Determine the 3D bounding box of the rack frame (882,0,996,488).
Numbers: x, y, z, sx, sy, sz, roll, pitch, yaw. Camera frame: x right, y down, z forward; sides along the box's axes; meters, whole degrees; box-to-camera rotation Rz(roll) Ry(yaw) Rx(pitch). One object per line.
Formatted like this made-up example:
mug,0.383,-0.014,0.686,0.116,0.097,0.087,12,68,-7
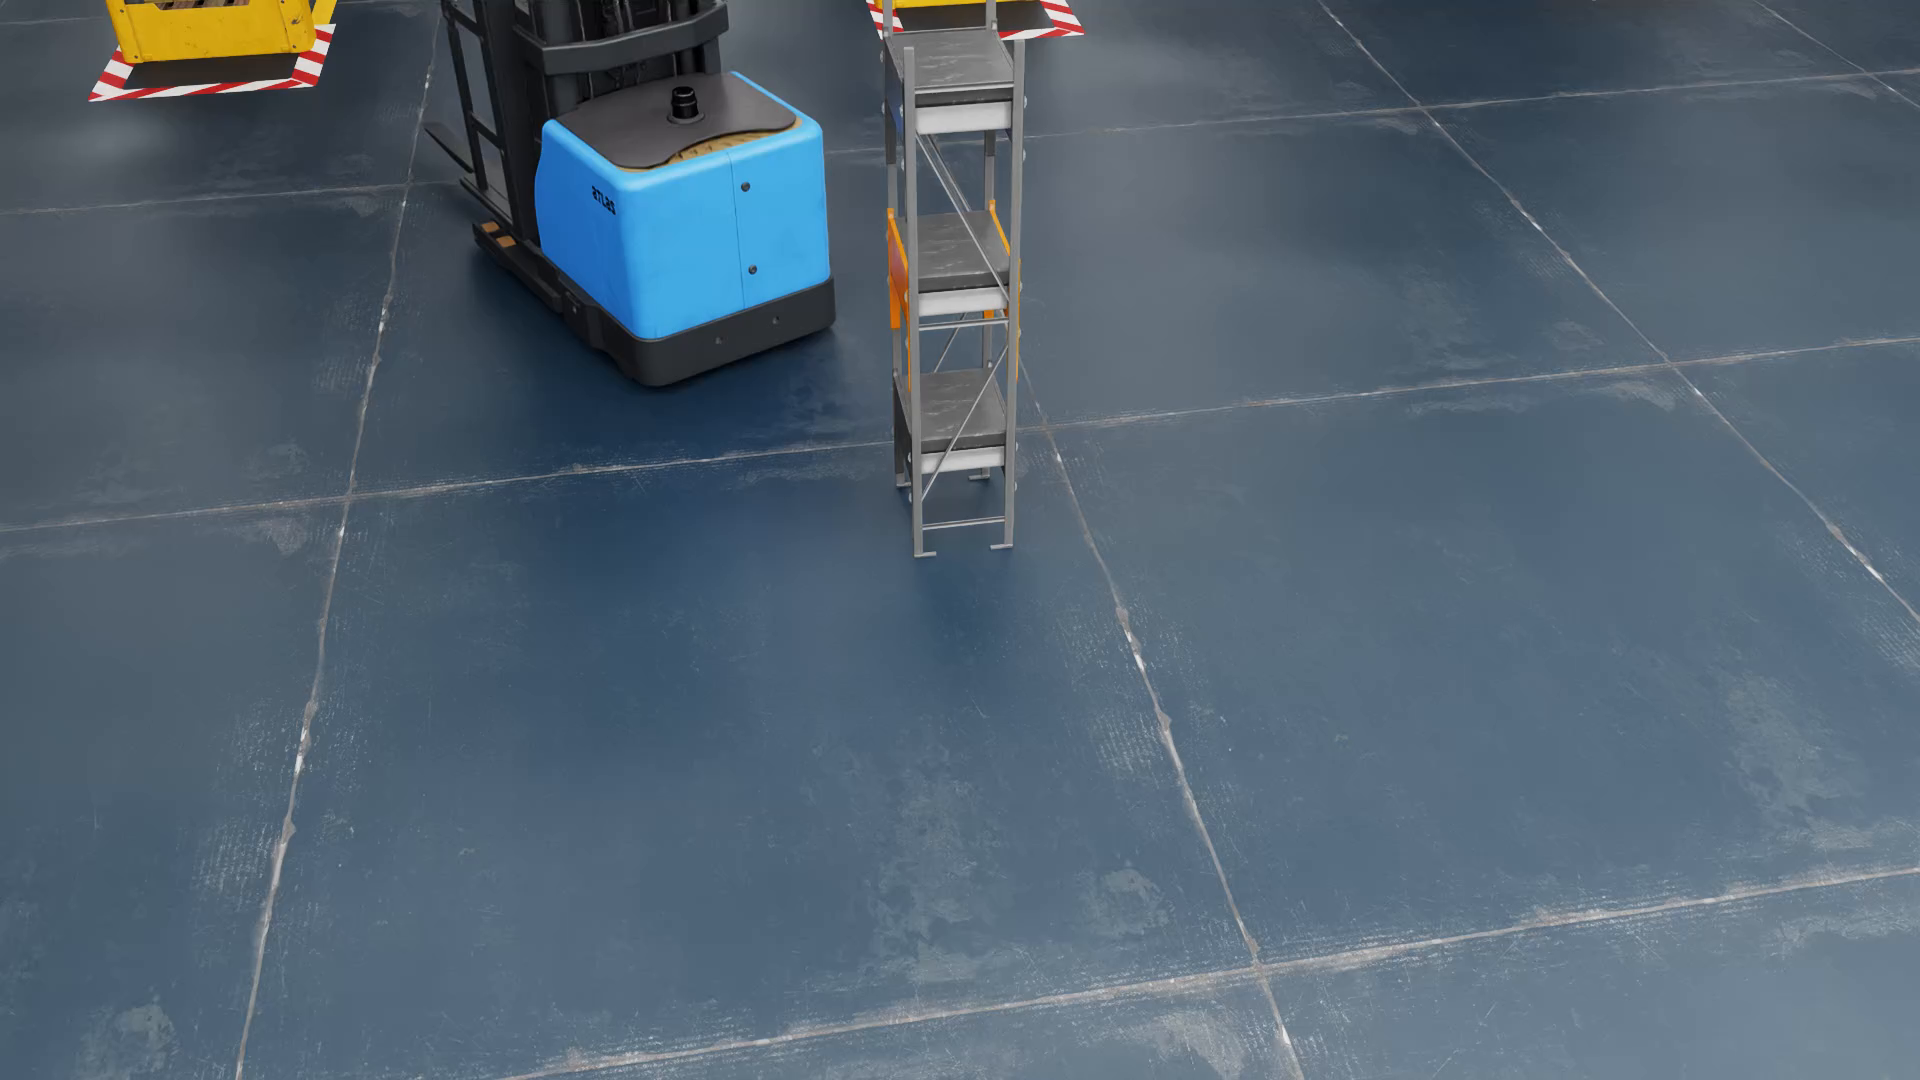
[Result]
rack frame,-0.072,-1.077,6.424,0.400,2.100,0.015,-6,38,-8

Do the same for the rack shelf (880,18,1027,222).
rack shelf,-0.029,-1.471,5.813,0.431,0.518,0.480,-6,38,-8

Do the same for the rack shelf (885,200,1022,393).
rack shelf,-0.029,-0.918,6.243,0.431,0.518,0.480,-6,38,-8

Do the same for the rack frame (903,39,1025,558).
rack frame,0.014,-0.782,6.045,0.400,2.100,0.015,-6,38,-8

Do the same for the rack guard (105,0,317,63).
rack guard,-4.839,-3.424,10.750,1.175,0.500,0.348,-6,38,-8

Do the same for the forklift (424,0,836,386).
forklift,-1.872,-2.709,7.848,1.130,2.935,3.031,-24,44,-28

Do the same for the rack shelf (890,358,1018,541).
rack shelf,-0.029,-0.366,6.672,0.431,0.518,0.480,-6,38,-8

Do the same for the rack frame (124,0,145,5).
rack frame,-4.844,-4.426,10.002,1.000,3.000,0.127,-6,38,-8

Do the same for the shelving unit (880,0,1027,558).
shelving unit,-0.029,-0.929,6.235,0.431,2.100,0.503,-6,38,-8

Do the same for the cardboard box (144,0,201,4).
cardboard box,-5.229,-3.798,11.093,0.500,0.250,0.500,-6,38,-8

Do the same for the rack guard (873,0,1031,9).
rack guard,-0.026,-4.010,11.504,1.175,0.500,0.348,-6,38,-8

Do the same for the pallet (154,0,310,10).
pallet,-5.019,-3.782,11.446,1.003,0.211,1.213,-6,38,-8
